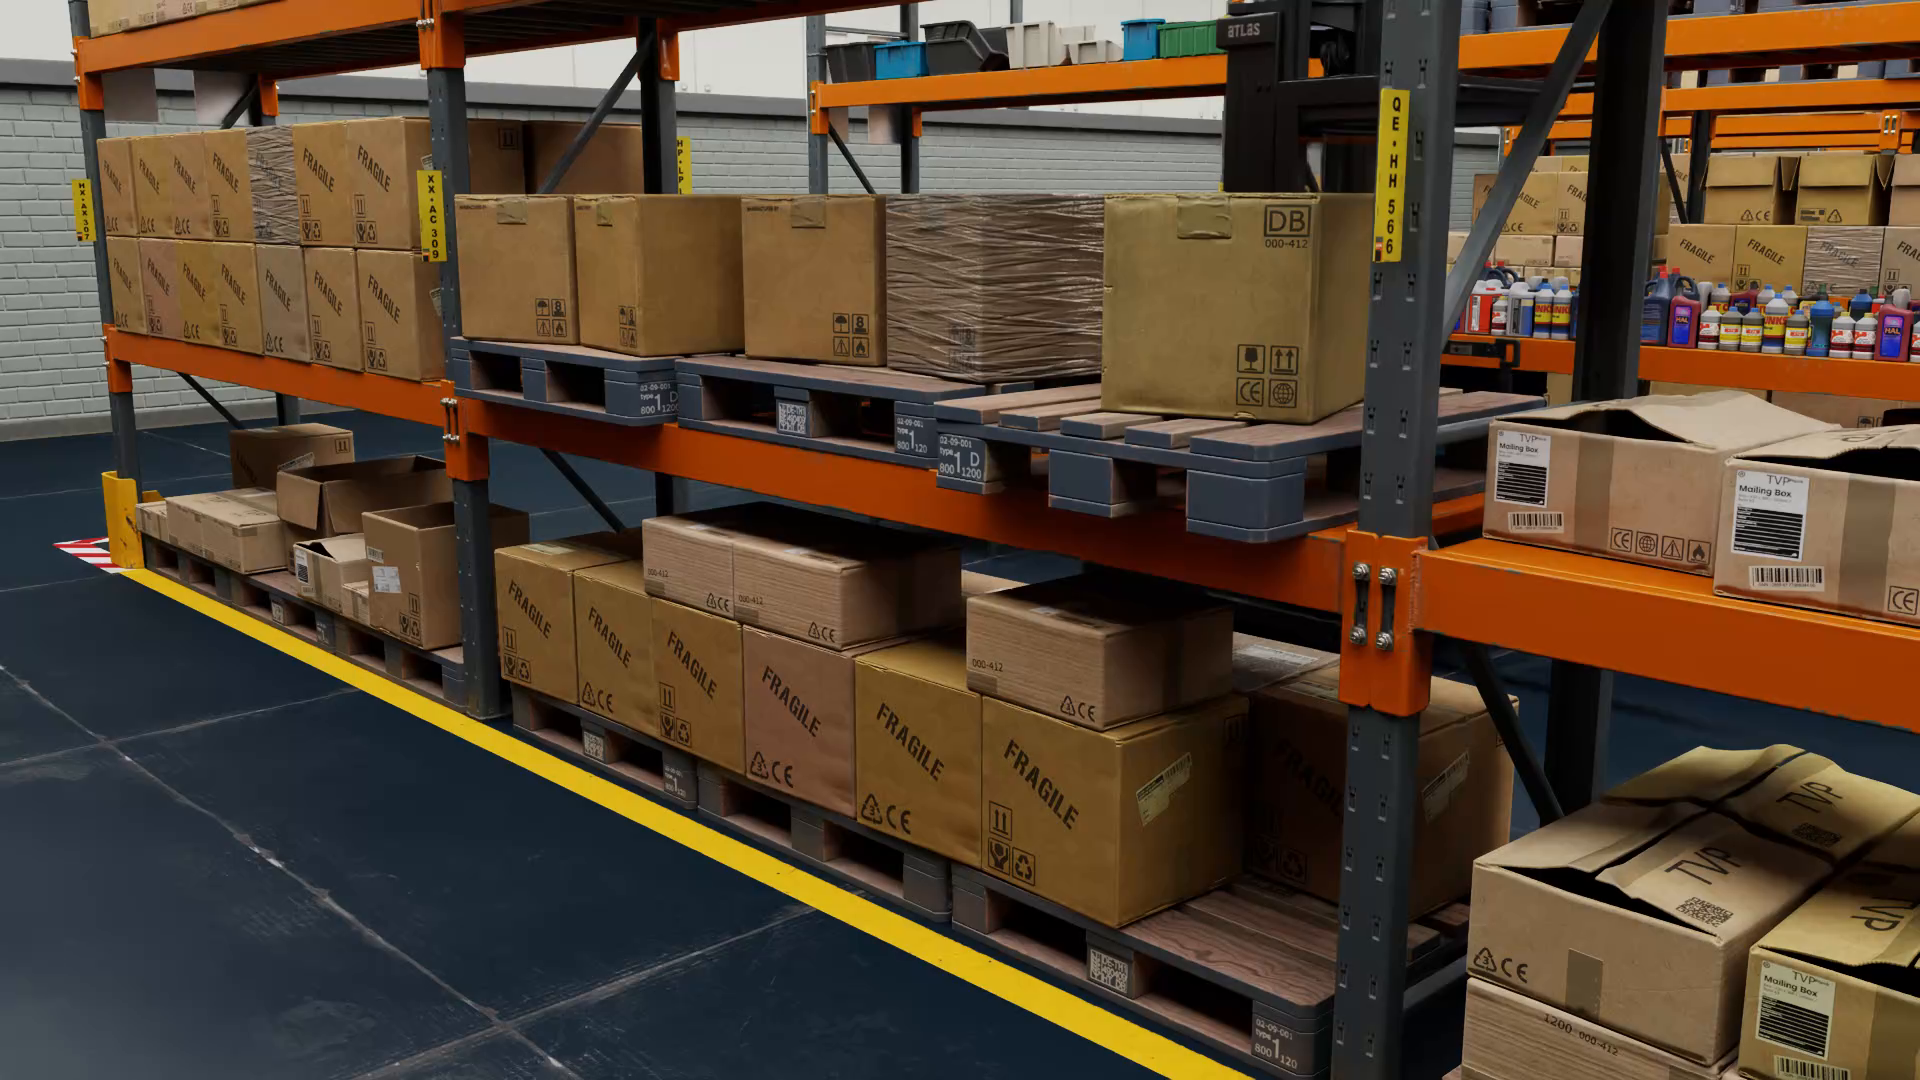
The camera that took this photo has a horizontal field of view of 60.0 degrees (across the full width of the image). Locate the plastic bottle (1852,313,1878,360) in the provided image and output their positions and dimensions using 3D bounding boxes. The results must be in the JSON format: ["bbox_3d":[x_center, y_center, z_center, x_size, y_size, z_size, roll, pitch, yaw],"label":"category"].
[{"bbox_3d":[3.994,-0.898,7.327,0.097,0.201,0.097,0,12,0],"label":"plastic bottle"}]

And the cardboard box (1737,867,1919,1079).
[{"bbox_3d":[1.741,0.807,2.946,0.500,0.311,0.500,11,16,44],"label":"cardboard box"}]

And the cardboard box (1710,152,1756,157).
[{"bbox_3d":[8.061,-3.759,17.262,0.500,0.500,0.500,-10,16,-41],"label":"cardboard box"}]

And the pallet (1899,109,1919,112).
[{"bbox_3d":[9.635,-4.165,15.725,1.213,0.211,1.003,-11,16,-43],"label":"pallet"}]

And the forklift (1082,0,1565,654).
[{"bbox_3d":[1.984,-1.005,7.526,1.130,2.935,3.031,-10,15,-41],"label":"forklift"}]

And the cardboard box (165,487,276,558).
[{"bbox_3d":[-3.786,-0.097,8.672,0.500,0.250,0.500,-11,16,-43],"label":"cardboard box"}]

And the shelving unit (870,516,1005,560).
[{"bbox_3d":[-0.005,-0.552,9.803,0.538,1.125,1.048,-11,16,-43],"label":"shelving unit"}]

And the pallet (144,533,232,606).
[{"bbox_3d":[-3.698,0.073,9.034,1.003,0.211,1.213,-11,16,-43],"label":"pallet"}]

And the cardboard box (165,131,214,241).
[{"bbox_3d":[-3.477,-1.708,8.044,0.500,0.500,0.500,-11,16,-42],"label":"cardboard box"}]

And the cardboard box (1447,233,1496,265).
[{"bbox_3d":[4.422,-2.466,14.081,0.500,0.250,0.500,-10,16,-41],"label":"cardboard box"}]

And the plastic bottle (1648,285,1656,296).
[{"bbox_3d":[3.408,-1.099,8.099,0.061,0.283,0.133,-11,16,-43],"label":"plastic bottle"}]

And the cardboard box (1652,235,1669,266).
[{"bbox_3d":[5.493,-2.393,13.730,0.500,0.250,0.500,-11,16,-44],"label":"cardboard box"}]

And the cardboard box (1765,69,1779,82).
[{"bbox_3d":[8.432,-4.643,16.711,0.500,0.250,0.500,11,16,43],"label":"cardboard box"}]

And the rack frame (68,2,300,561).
[{"bbox_3d":[-4.302,-1.420,9.370,1.000,3.000,0.127,-11,16,-43],"label":"rack frame"}]

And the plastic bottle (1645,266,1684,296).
[{"bbox_3d":[3.678,-1.253,8.679,0.144,0.351,0.185,-11,16,-43],"label":"plastic bottle"}]

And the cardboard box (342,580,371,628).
[{"bbox_3d":[-2.440,0.255,7.217,0.380,0.149,0.250,-11,16,-43],"label":"cardboard box"}]

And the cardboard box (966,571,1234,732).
[{"bbox_3d":[0.366,0.278,4.376,0.500,0.250,0.500,-10,15,-40],"label":"cardboard box"}]

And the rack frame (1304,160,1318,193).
[{"bbox_3d":[2.046,-1.526,9.885,1.000,3.000,0.127,-11,16,-43],"label":"rack frame"}]

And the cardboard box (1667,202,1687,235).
[{"bbox_3d":[7.707,-3.346,17.732,0.500,0.500,0.500,11,16,44],"label":"cardboard box"}]

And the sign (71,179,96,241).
[{"bbox_3d":[-4.694,-1.768,8.916,0.100,0.325,0.005,-11,16,-43],"label":"sign"}]

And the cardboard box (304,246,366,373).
[{"bbox_3d":[-2.427,-0.997,7.072,0.500,0.500,0.500,-10,16,-41],"label":"cardboard box"}]

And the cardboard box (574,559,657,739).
[{"bbox_3d":[-1.005,0.353,5.867,0.500,0.500,0.500,-11,16,-42],"label":"cardboard box"}]

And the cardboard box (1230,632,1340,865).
[{"bbox_3d":[0.750,0.574,4.794,0.500,0.500,0.500,11,16,43],"label":"cardboard box"}]

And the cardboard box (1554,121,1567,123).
[{"bbox_3d":[6.648,-4.771,18.573,0.500,0.250,0.500,-10,15,-41],"label":"cardboard box"}]

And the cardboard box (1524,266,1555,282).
[{"bbox_3d":[4.826,-2.167,13.619,0.380,0.149,0.250,-11,16,-44],"label":"cardboard box"}]

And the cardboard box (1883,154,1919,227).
[{"bbox_3d":[6.981,-2.474,11.753,0.797,0.503,0.637,-10,15,-41],"label":"cardboard box"}]

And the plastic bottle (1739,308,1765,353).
[{"bbox_3d":[3.658,-0.969,7.671,0.097,0.201,0.097,0,12,0],"label":"plastic bottle"}]

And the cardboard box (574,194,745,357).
[{"bbox_3d":[-0.853,-0.899,5.553,0.700,0.500,0.500,-8,14,-34],"label":"cardboard box"}]

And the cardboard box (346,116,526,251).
[{"bbox_3d":[-2.076,-1.413,6.609,0.500,0.500,0.500,-11,16,-42],"label":"cardboard box"}]

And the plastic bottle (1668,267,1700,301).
[{"bbox_3d":[3.661,-1.212,8.481,0.144,0.351,0.185,-11,16,-43],"label":"plastic bottle"}]

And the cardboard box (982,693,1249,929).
[{"bbox_3d":[0.407,0.653,4.415,0.500,0.500,0.500,-10,15,-40],"label":"cardboard box"}]

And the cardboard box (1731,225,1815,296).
[{"bbox_3d":[6.113,-2.090,12.374,0.500,0.500,0.500,-11,16,-42],"label":"cardboard box"}]

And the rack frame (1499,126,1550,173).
[{"bbox_3d":[6.523,-3.476,19.351,1.000,3.000,0.127,-11,16,-43],"label":"rack frame"}]

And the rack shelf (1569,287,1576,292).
[{"bbox_3d":[4.247,-2.156,14.724,1.077,0.370,4.000,-11,16,-43],"label":"rack shelf"}]

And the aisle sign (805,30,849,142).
[{"bbox_3d":[-0.981,-3.352,12.306,0.394,0.787,0.004,-11,16,-43],"label":"aisle sign"}]

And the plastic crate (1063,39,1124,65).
[{"bbox_3d":[0.892,-2.999,10.252,0.293,0.136,0.466,-11,16,-43],"label":"plastic crate"}]

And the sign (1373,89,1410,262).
[{"bbox_3d":[0.837,-0.704,3.221,0.100,0.325,0.005,-11,16,-43],"label":"sign"}]

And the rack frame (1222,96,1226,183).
[{"bbox_3d":[2.866,-2.800,16.068,1.000,3.000,0.127,-11,16,-43],"label":"rack frame"}]

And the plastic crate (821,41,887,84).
[{"bbox_3d":[-0.652,-3.420,11.967,0.497,0.269,0.590,-11,16,-43],"label":"plastic crate"}]

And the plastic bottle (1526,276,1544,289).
[{"bbox_3d":[3.152,-1.326,9.221,0.152,0.276,0.135,-11,16,-43],"label":"plastic bottle"}]

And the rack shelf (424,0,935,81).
[{"bbox_3d":[-0.158,-1.661,4.890,1.077,0.370,4.000,-11,16,-43],"label":"rack shelf"}]

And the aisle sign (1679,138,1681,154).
[{"bbox_3d":[9.774,-5.424,22.364,0.394,0.787,0.004,-11,16,-43],"label":"aisle sign"}]

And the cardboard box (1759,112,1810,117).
[{"bbox_3d":[8.415,-4.397,16.757,0.500,0.250,0.500,-11,16,-43],"label":"cardboard box"}]

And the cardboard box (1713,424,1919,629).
[{"bbox_3d":[1.701,-0.051,2.948,0.500,0.311,0.500,-11,16,-43],"label":"cardboard box"}]

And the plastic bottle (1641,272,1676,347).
[{"bbox_3d":[3.351,-1.113,8.005,0.144,0.351,0.185,-11,16,-43],"label":"plastic bottle"}]

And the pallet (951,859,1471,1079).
[{"bbox_3d":[0.735,0.999,4.539,1.003,0.211,1.213,-11,16,-43],"label":"pallet"}]

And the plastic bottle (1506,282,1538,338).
[{"bbox_3d":[2.890,-1.176,8.491,0.152,0.276,0.135,-11,16,-43],"label":"plastic bottle"}]

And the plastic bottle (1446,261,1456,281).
[{"bbox_3d":[2.813,-1.393,9.362,0.144,0.351,0.185,-11,16,-43],"label":"plastic bottle"}]

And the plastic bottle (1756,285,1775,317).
[{"bbox_3d":[4.045,-1.143,8.345,0.097,0.271,0.097,0,12,0],"label":"plastic bottle"}]

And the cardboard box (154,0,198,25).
[{"bbox_3d":[-3.448,-2.558,7.831,0.500,0.250,0.500,-11,16,-43],"label":"cardboard box"}]

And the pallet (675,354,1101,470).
[{"bbox_3d":[-0.123,-0.442,5.097,1.003,0.211,1.213,-11,16,-43],"label":"pallet"}]

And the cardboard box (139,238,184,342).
[{"bbox_3d":[-3.826,-1.293,8.506,0.500,0.500,0.500,-11,16,-43],"label":"cardboard box"}]

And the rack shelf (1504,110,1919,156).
[{"bbox_3d":[7.904,-4.301,17.705,1.077,0.370,4.000,-11,16,-43],"label":"rack shelf"}]

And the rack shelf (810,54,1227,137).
[{"bbox_3d":[0.665,-2.935,11.071,1.077,0.370,4.000,-11,16,-43],"label":"rack shelf"}]

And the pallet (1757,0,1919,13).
[{"bbox_3d":[4.351,-2.444,7.375,1.003,0.211,1.213,-11,16,-43],"label":"pallet"}]

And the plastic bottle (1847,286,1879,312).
[{"bbox_3d":[4.364,-1.087,8.042,0.061,0.283,0.133,-11,16,-43],"label":"plastic bottle"}]

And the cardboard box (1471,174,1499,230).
[{"bbox_3d":[4.785,-2.909,14.376,0.500,0.500,0.500,11,16,43],"label":"cardboard box"}]
